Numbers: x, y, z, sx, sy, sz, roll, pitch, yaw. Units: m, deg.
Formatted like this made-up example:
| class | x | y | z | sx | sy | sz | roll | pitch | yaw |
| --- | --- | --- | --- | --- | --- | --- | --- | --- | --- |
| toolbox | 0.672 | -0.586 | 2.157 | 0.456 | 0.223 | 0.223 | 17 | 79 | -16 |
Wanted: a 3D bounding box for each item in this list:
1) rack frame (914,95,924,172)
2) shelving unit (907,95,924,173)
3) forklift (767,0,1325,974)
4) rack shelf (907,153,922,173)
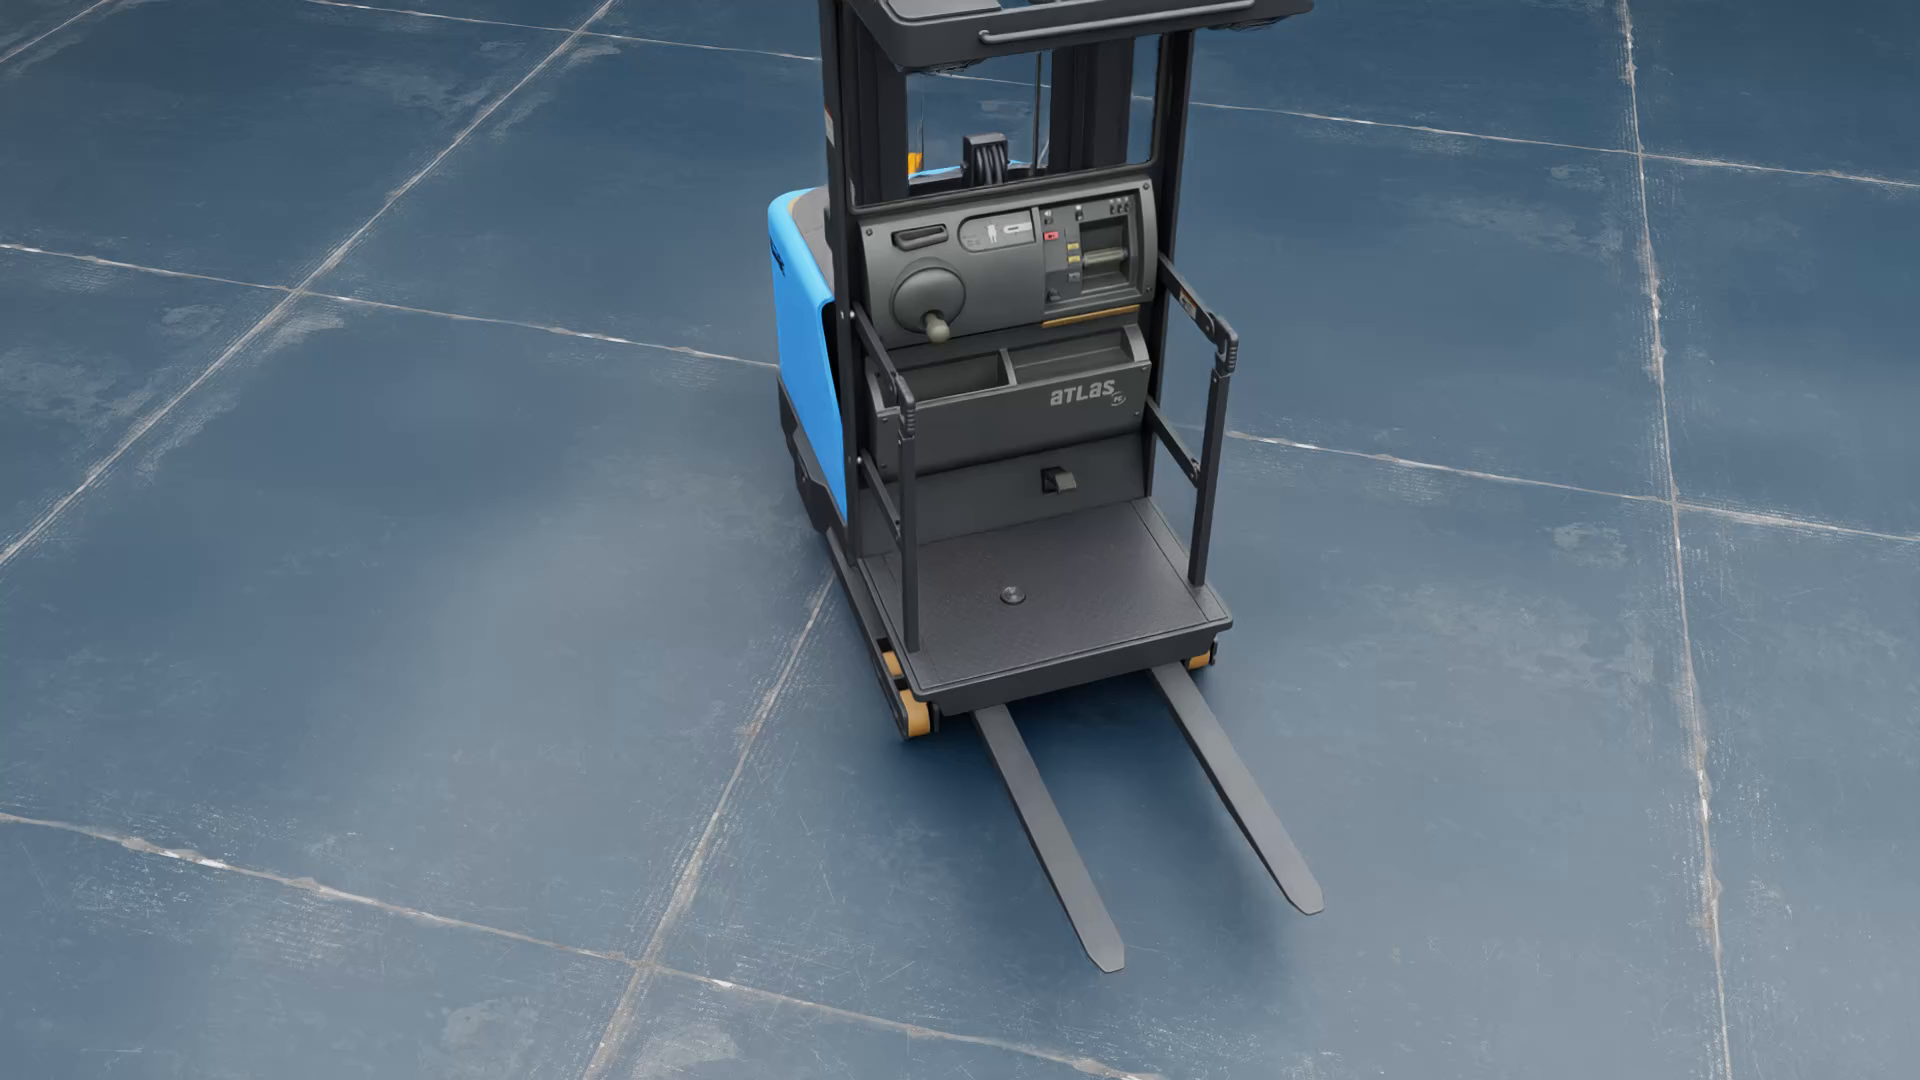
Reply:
| class | x | y | z | sx | sy | sz | roll | pitch | yaw |
| --- | --- | --- | --- | --- | --- | --- | --- | --- | --- |
| rack frame | -0.163 | -1.167 | 6.695 | 0.006 | 1.200 | 0.240 | 4 | 37 | 5 |
| shelving unit | -0.254 | -1.174 | 6.703 | 0.189 | 1.200 | 0.258 | 4 | 37 | 5 |
| forklift | 0.229 | -0.769 | 4.887 | 1.130 | 2.935 | 3.031 | -12 | 42 | -14 |
| rack shelf | -0.251 | -1.427 | 6.515 | 0.180 | 0.103 | 0.258 | 4 | 37 | 5 |
